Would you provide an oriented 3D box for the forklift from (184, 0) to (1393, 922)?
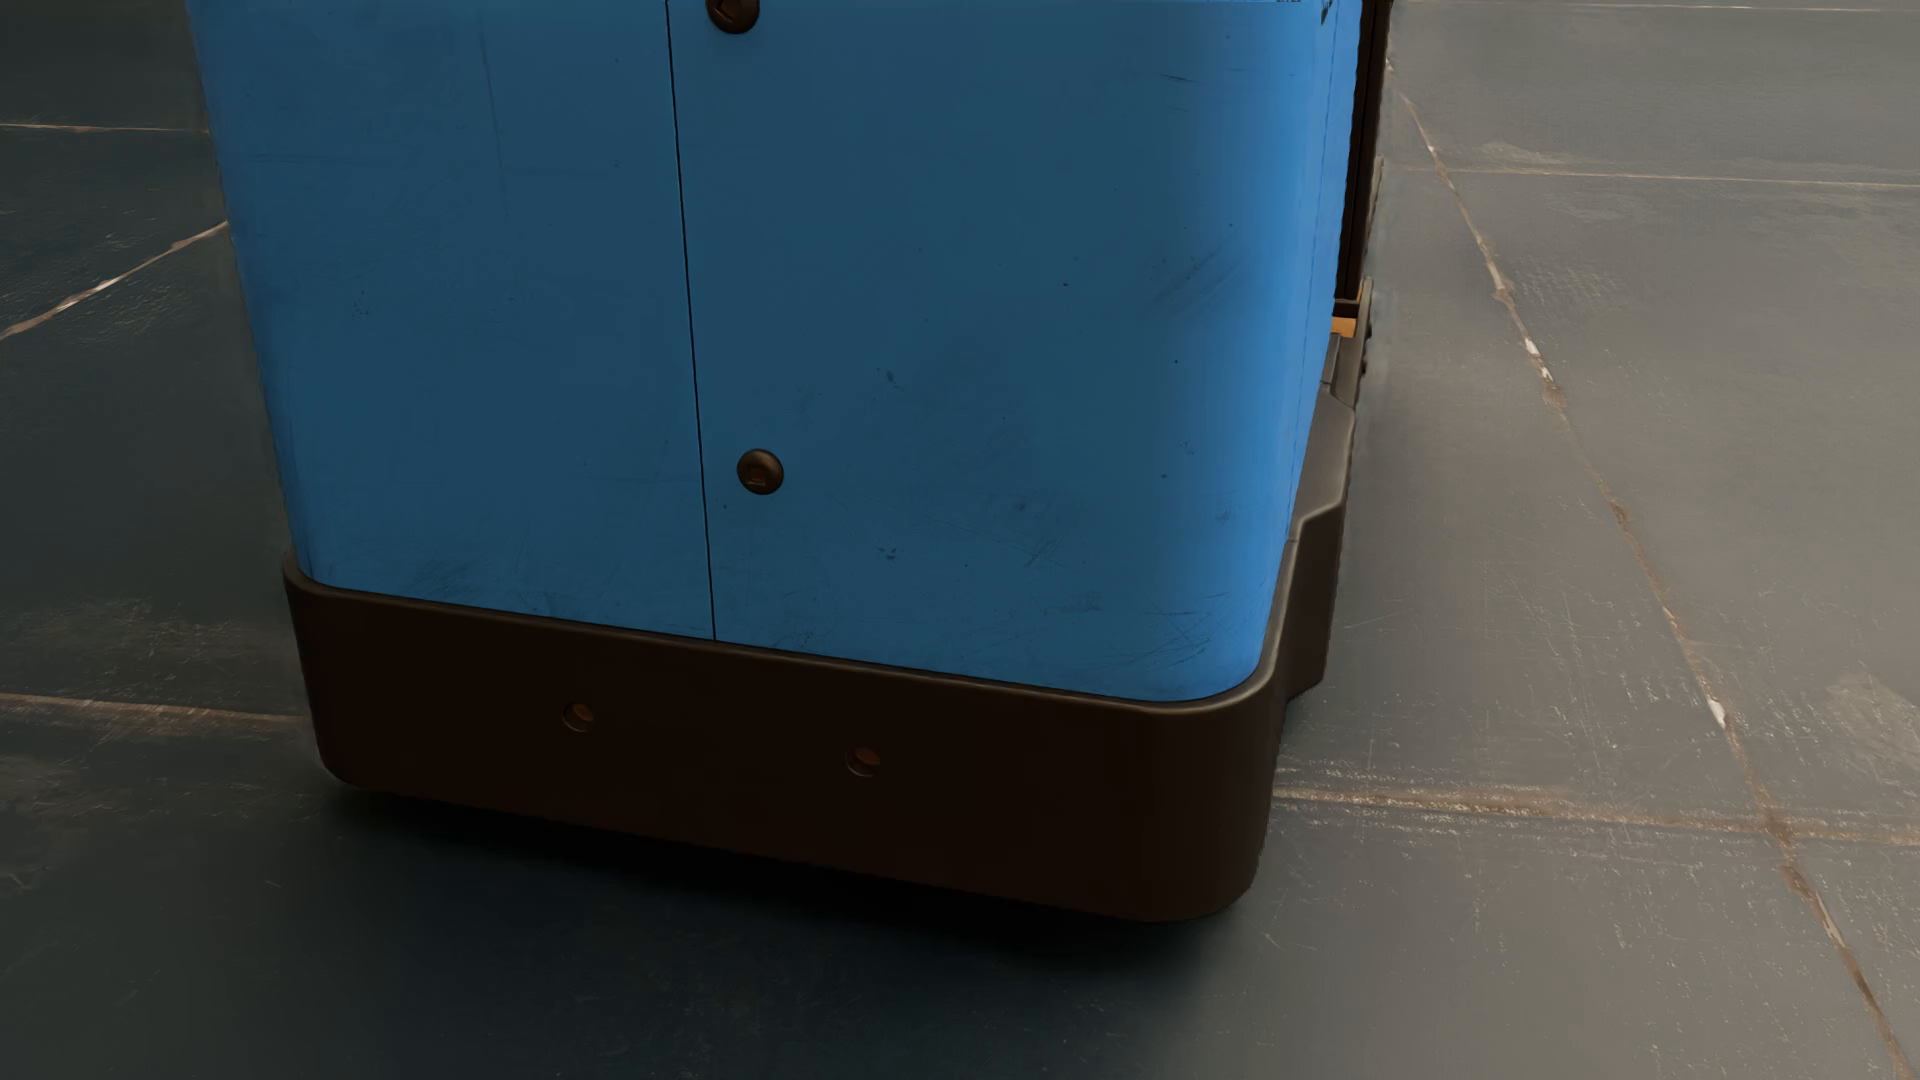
[{"bbox_3d":[0.157,-1.581,2.387,1.130,2.935,3.031,7,27,14],"label":"forklift"}]
